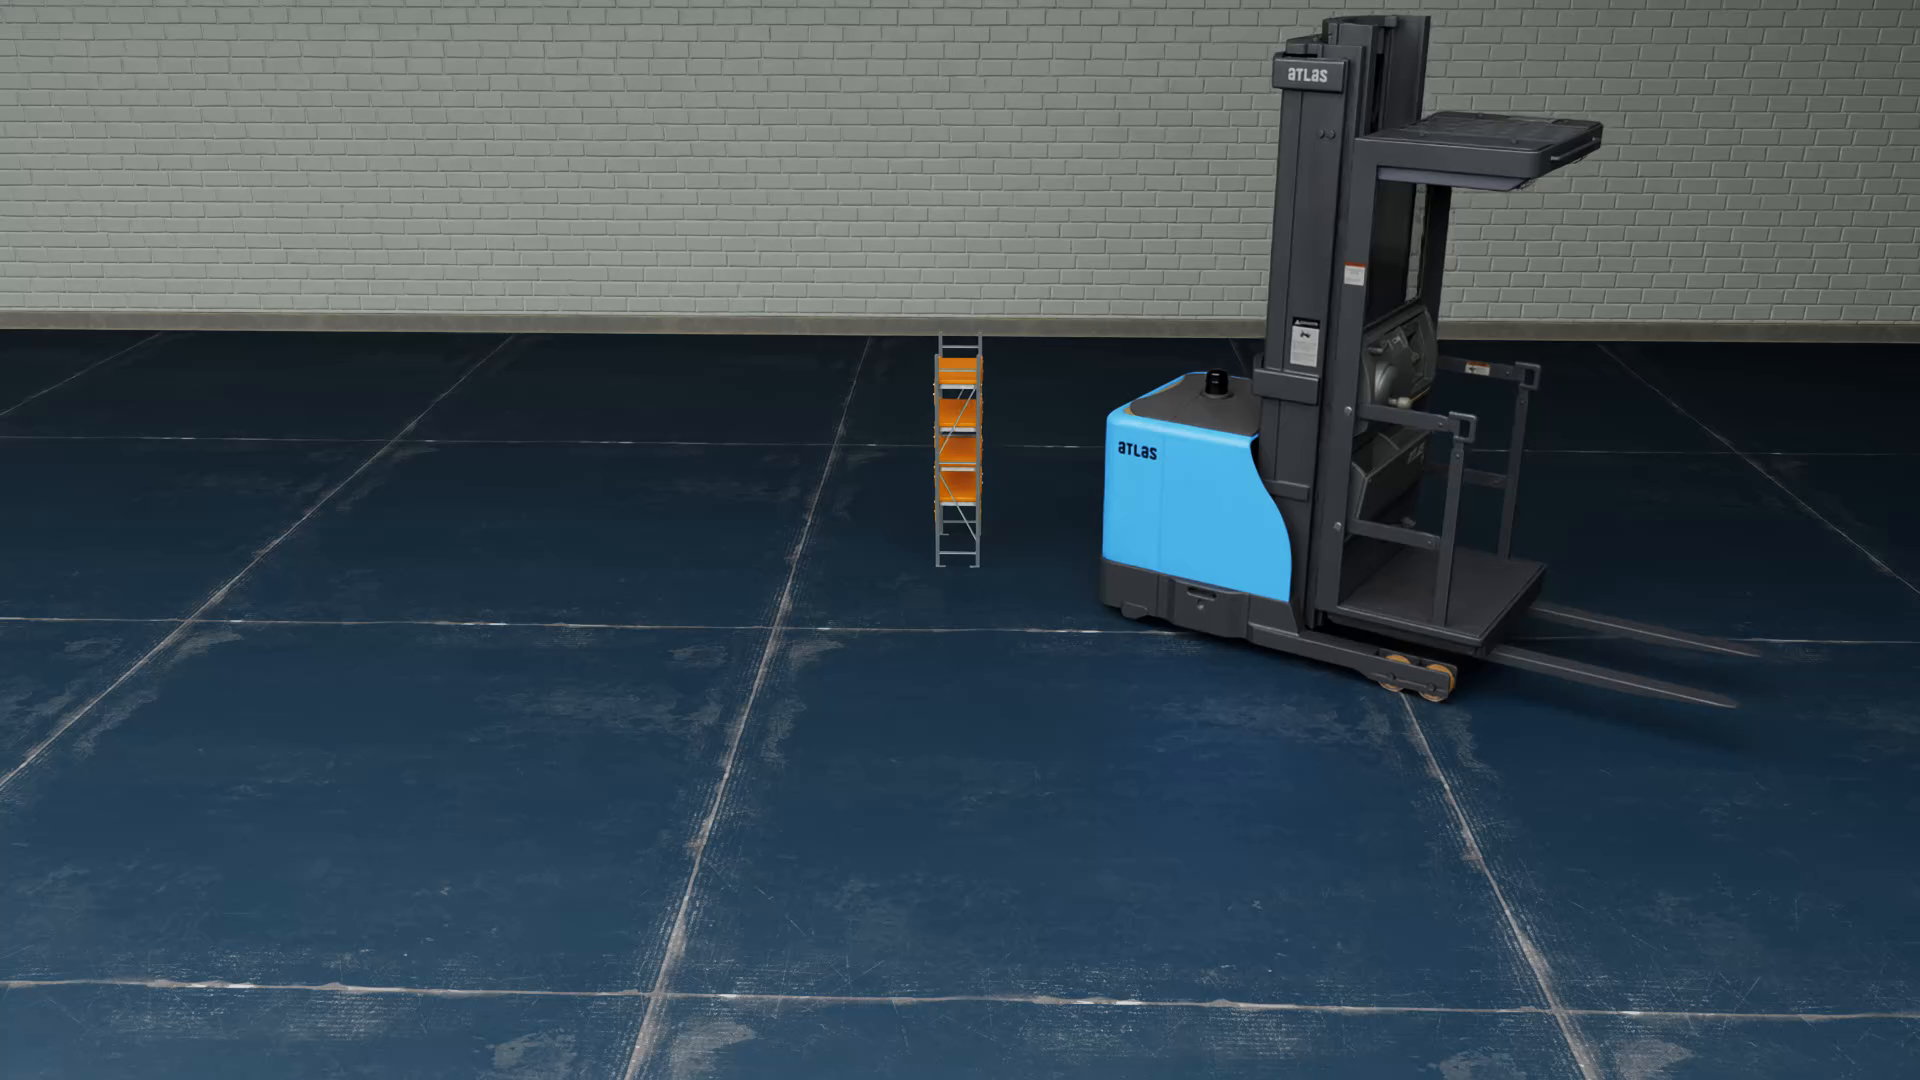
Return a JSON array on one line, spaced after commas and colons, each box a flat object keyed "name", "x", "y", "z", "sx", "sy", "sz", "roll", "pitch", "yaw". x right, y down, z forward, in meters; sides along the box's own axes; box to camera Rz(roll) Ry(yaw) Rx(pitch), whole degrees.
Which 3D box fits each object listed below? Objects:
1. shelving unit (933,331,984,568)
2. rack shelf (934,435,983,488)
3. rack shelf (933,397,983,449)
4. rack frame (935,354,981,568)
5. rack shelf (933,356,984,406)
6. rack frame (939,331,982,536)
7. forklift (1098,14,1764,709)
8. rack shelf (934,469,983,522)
[{"name": "shelving unit", "x": -0.005, "y": -0.500, "z": 9.158, "sx": 0.258, "sy": 1.200, "sz": 0.503, "roll": 1, "pitch": 21, "yaw": 2}, {"name": "rack shelf", "x": -0.005, "y": -0.437, "z": 9.182, "sx": 0.258, "sy": 0.148, "sz": 0.480, "roll": 1, "pitch": 21, "yaw": 2}, {"name": "rack shelf", "x": -0.005, "y": -0.645, "z": 9.101, "sx": 0.258, "sy": 0.148, "sz": 0.480, "roll": 1, "pitch": 21, "yaw": 2}, {"name": "rack frame", "x": -0.012, "y": -0.411, "z": 8.930, "sx": 0.240, "sy": 1.200, "sz": 0.015, "roll": 1, "pitch": 21, "yaw": 2}, {"name": "rack shelf", "x": -0.005, "y": -0.866, "z": 9.015, "sx": 0.258, "sy": 0.148, "sz": 0.480, "roll": 1, "pitch": 21, "yaw": 2}, {"name": "rack frame", "x": 0.002, "y": -0.588, "z": 9.385, "sx": 0.240, "sy": 1.200, "sz": 0.015, "roll": 1, "pitch": 21, "yaw": 2}, {"name": "forklift", "x": 2.221, "y": -0.845, "z": 7.655, "sx": 3.031, "sy": 2.935, "sz": 1.130, "roll": 13, "pitch": 25, "yaw": 31}, {"name": "rack shelf", "x": -0.005, "y": -0.252, "z": 9.254, "sx": 0.258, "sy": 0.148, "sz": 0.480, "roll": 1, "pitch": 21, "yaw": 2}]
